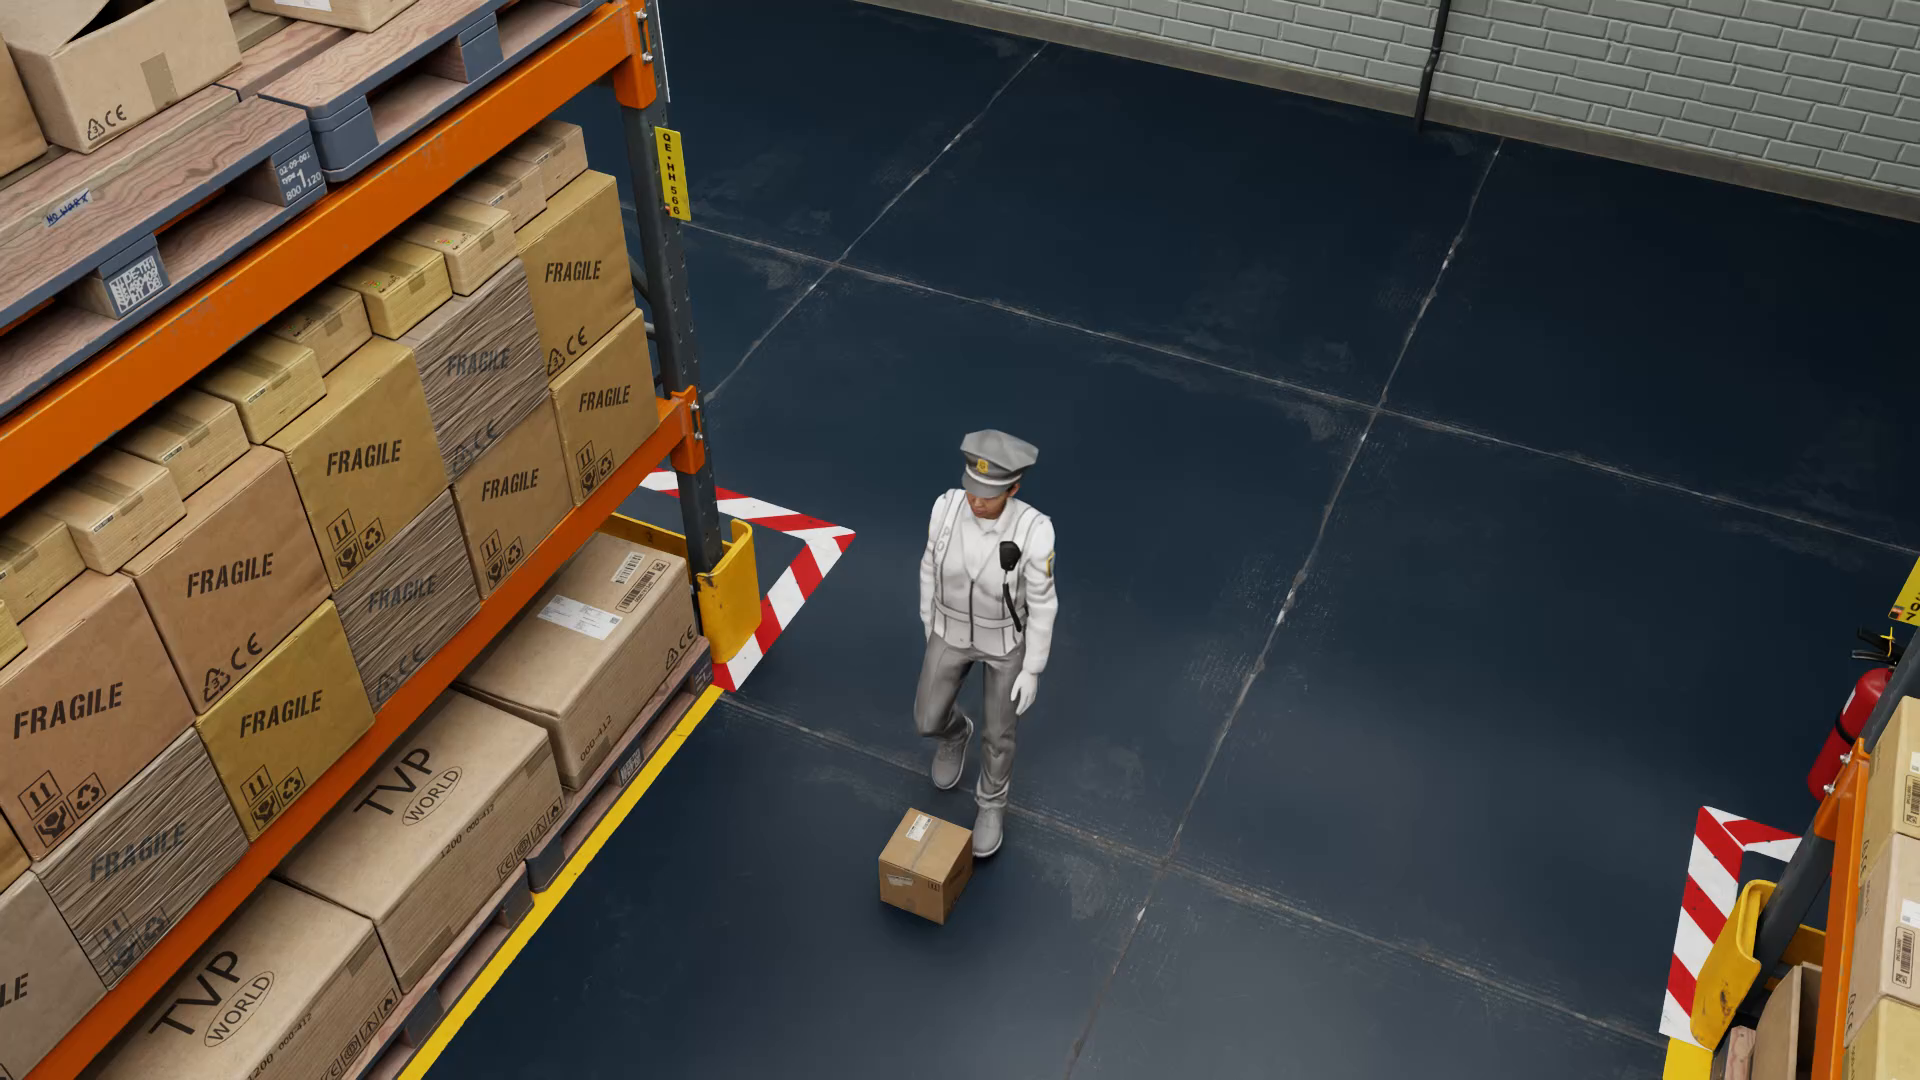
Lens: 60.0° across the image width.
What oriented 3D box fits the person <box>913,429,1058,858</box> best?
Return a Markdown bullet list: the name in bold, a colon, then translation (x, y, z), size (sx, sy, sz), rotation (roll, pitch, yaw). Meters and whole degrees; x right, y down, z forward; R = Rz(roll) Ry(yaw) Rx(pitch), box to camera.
- **person**: translation (0.067, 0.376, 5.714), size (0.508, 1.687, 0.508), rotation (13, 44, 14)
